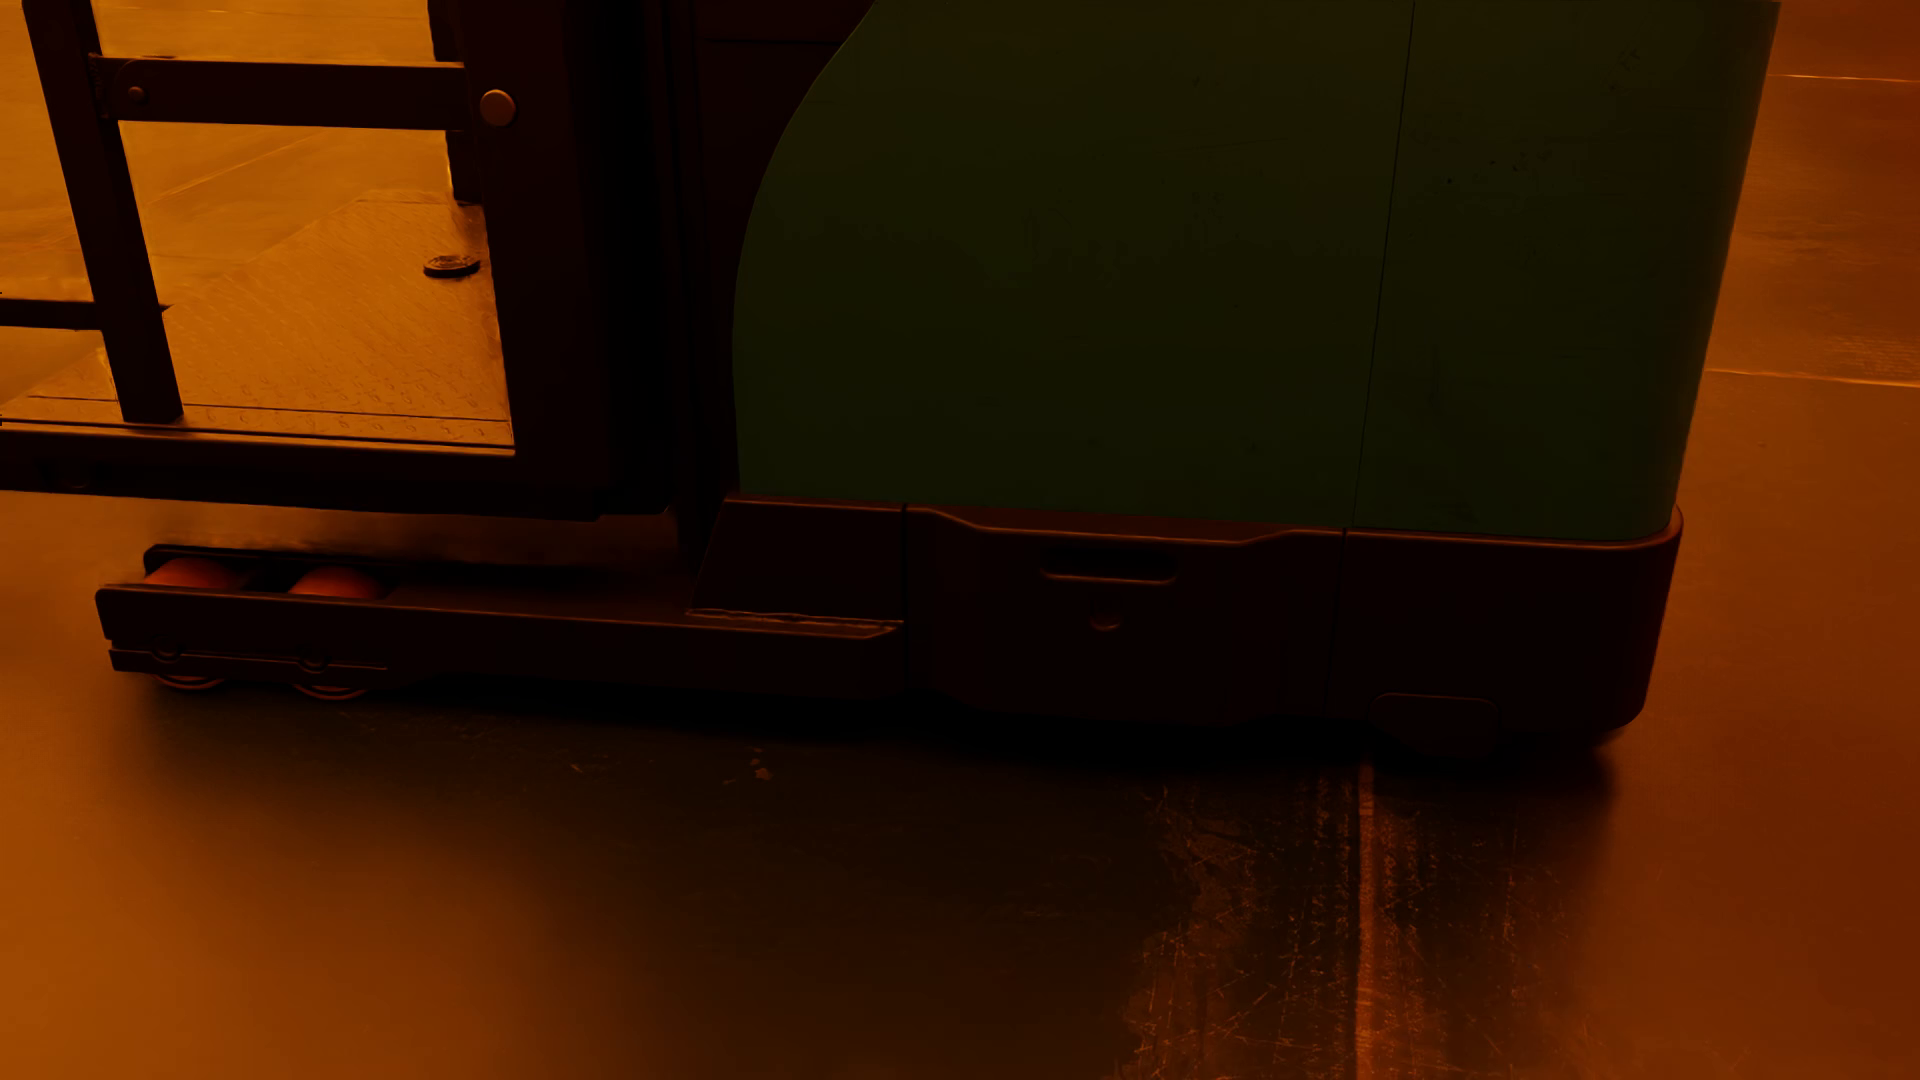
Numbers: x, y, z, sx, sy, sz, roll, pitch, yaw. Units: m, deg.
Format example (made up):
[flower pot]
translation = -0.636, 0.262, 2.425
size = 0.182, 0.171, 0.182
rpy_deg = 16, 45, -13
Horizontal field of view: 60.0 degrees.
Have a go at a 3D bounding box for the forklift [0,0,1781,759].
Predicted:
[forklift]
translation = -0.637, -1.338, 1.898
size = 3.031, 2.935, 1.130
rpy_deg = 3, 27, 7
